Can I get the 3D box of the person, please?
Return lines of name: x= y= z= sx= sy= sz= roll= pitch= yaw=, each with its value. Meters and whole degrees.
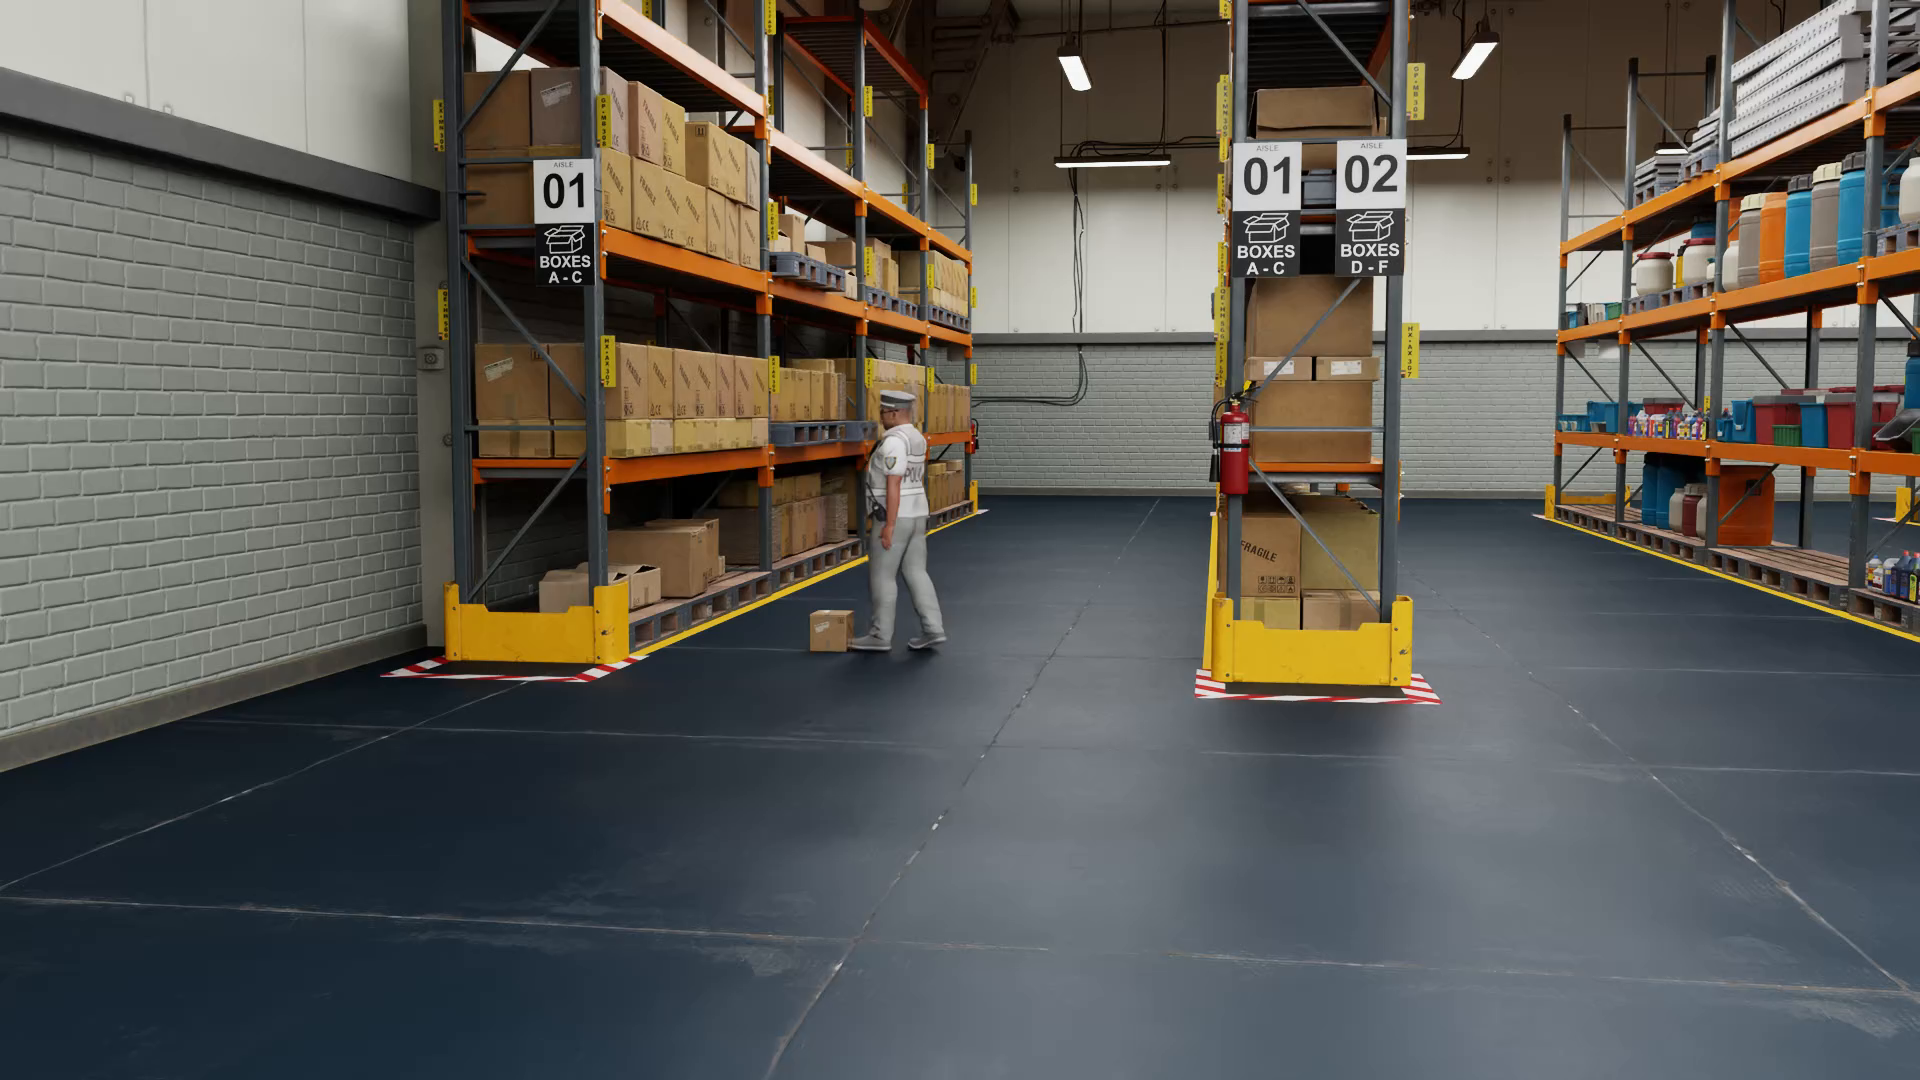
person: x=-0.426 y=-0.132 z=11.182 sx=0.667 sy=1.753 sz=0.553 roll=2 pitch=5 yaw=25
